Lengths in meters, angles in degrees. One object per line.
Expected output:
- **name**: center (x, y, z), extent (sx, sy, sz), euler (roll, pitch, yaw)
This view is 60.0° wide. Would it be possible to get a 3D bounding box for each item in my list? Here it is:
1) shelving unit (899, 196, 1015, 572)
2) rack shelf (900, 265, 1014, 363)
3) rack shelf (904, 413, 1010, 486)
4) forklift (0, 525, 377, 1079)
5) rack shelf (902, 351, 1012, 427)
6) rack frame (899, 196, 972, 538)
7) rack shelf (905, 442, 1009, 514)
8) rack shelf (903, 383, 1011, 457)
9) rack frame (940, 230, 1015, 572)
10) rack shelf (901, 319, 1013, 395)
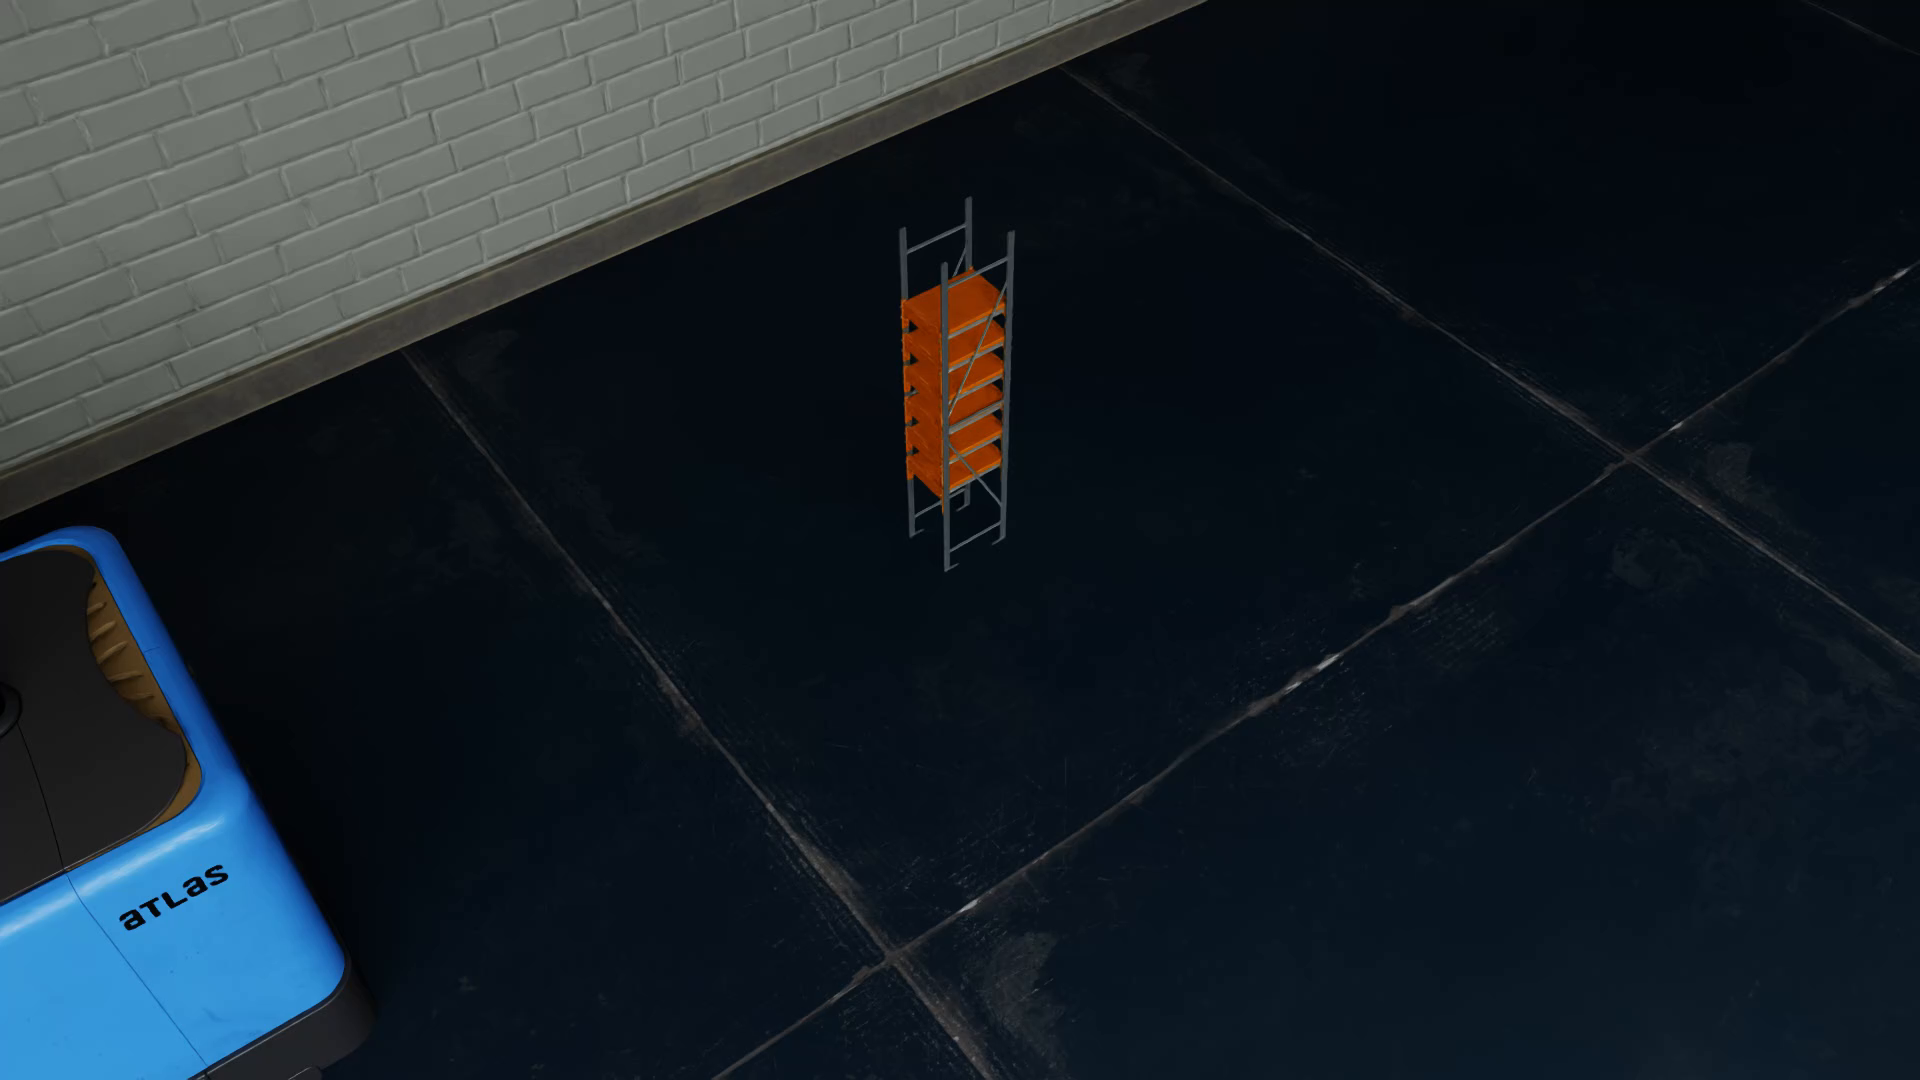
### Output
- **shelving unit**: center (-0.009, -0.412, 4.813), extent (0.258, 1.200, 0.189), euler (-29, 54, -24)
- **rack shelf**: center (-0.009, -0.623, 4.579), extent (0.258, 0.103, 0.180), euler (-29, 54, -24)
- **rack shelf**: center (-0.009, -0.301, 4.935), extent (0.258, 0.103, 0.180), euler (-29, 54, -24)
- **forklift**: center (-2.921, 0.613, 2.716), extent (3.031, 2.935, 1.130), euler (-29, 54, -24)
- **rack shelf**: center (-0.009, -0.462, 4.757), extent (0.258, 0.103, 0.180), euler (-29, 54, -24)
- **rack frame**: center (-0.064, -0.465, 4.862), extent (0.240, 1.200, 0.006), euler (-29, 54, -24)
- **rack shelf**: center (-0.009, -0.220, 5.024), extent (0.258, 0.103, 0.180), euler (-29, 54, -24)
- **rack shelf**: center (-0.009, -0.382, 4.846), extent (0.258, 0.103, 0.180), euler (-29, 54, -24)
- **rack frame**: center (0.047, -0.358, 4.764), extent (0.240, 1.200, 0.006), euler (-29, 54, -24)
- **rack shelf**: center (-0.009, -0.543, 4.668), extent (0.258, 0.103, 0.180), euler (-29, 54, -24)
